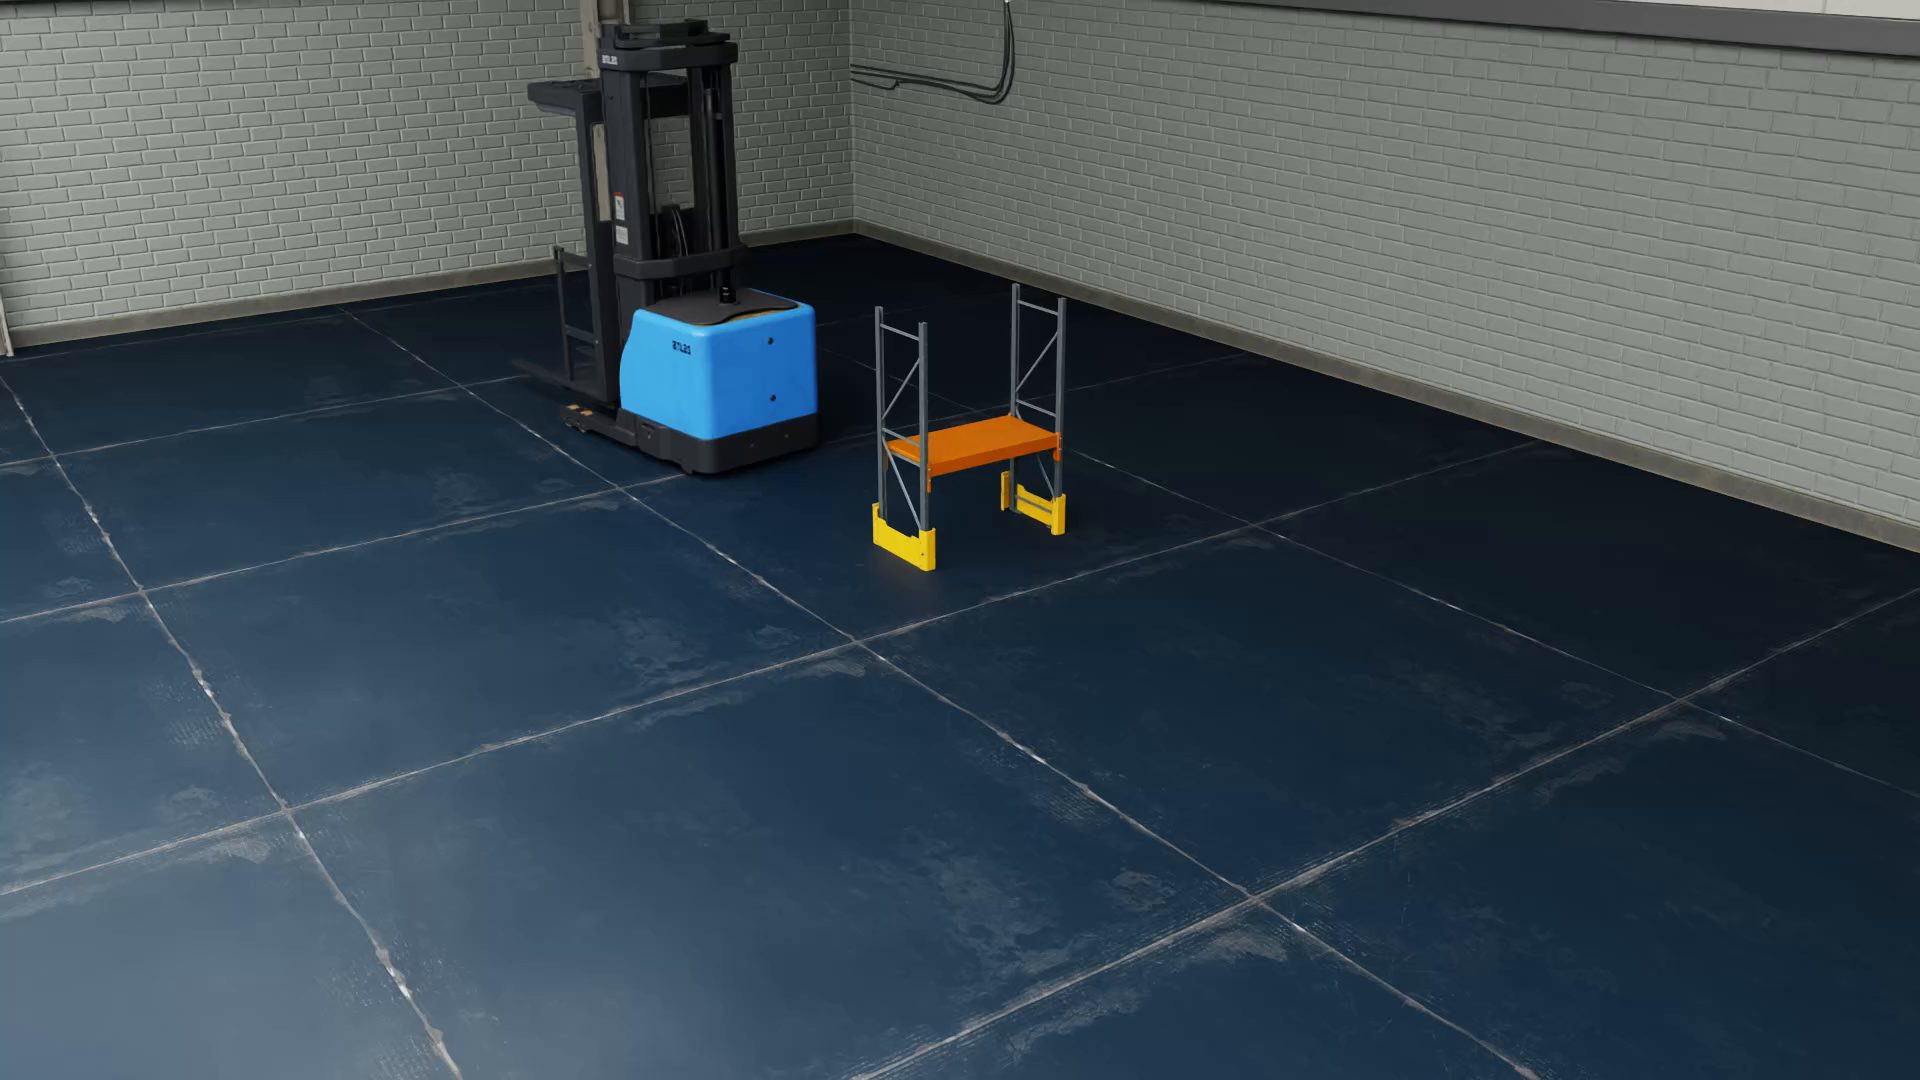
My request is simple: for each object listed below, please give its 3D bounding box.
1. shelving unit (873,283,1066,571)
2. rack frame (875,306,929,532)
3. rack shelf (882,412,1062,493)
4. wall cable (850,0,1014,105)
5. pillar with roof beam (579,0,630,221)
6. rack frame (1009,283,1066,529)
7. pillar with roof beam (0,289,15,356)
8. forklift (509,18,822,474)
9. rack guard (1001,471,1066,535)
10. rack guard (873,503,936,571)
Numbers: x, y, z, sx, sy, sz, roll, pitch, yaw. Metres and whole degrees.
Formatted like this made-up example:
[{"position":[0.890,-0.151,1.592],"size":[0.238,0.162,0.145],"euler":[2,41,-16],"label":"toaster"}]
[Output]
[{"position":[0.062,-0.713,10.160],"size":[1.083,1.500,0.587],"euler":[-15,26,-33],"label":"shelving unit"},{"position":[-0.343,-0.605,9.889],"size":[0.032,1.500,0.500],"euler":[-15,26,-33],"label":"rack frame"},{"position":[0.069,-0.548,10.231],"size":[1.000,0.185,0.538],"euler":[-15,26,-33],"label":"rack shelf"},{"position":[-0.403,-5.877,17.172],"size":[0.112,2.526,3.097],"euler":[-15,26,-33],"label":"wall cable"},{"position":[-1.052,-5.784,12.749],"size":[0.400,9.000,9.100],"euler":[-15,26,-33],"label":"pillar with roof beam"},{"position":[0.482,-0.825,10.440],"size":[0.032,1.500,0.500],"euler":[-15,26,-33],"label":"rack frame"},{"position":[-5.923,-4.485,9.495],"size":[0.400,9.000,9.100],"euler":[-15,26,-33],"label":"pillar with roof beam"},{"position":[-2.366,-2.274,12.139],"size":[1.130,2.935,3.031],"euler":[-19,29,-39],"label":"forklift"},{"position":[0.466,-0.240,10.662],"size":[0.087,0.250,0.587],"euler":[-15,26,-33],"label":"rack guard"},{"position":[-0.342,-0.025,10.121],"size":[0.087,0.250,0.587],"euler":[-15,26,-33],"label":"rack guard"}]
